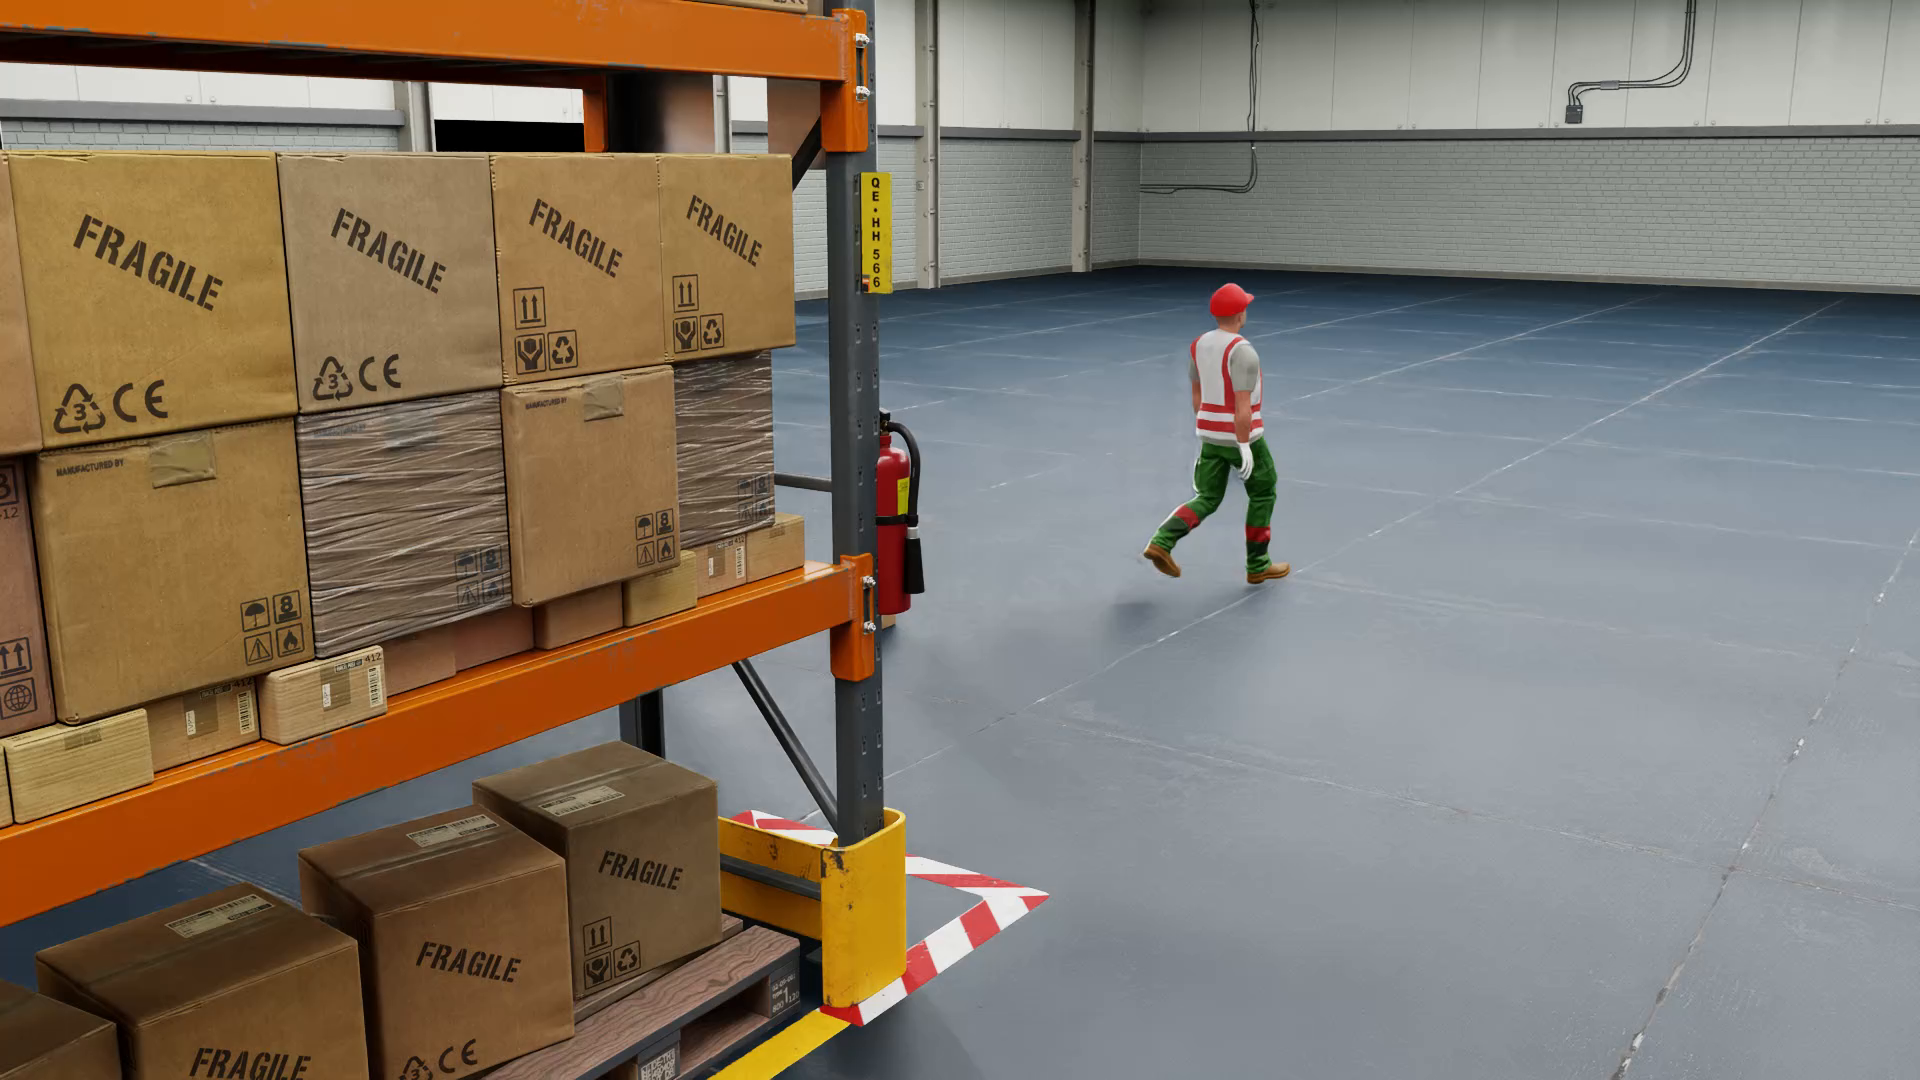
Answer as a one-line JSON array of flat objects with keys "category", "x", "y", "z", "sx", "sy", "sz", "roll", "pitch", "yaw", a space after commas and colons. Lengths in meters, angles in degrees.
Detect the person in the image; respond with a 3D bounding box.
[{"category": "person", "x": 1.506, "y": -0.587, "z": 9.505, "sx": 0.957, "sy": 1.750, "sz": 0.579, "roll": -9, "pitch": 16, "yaw": -34}]
